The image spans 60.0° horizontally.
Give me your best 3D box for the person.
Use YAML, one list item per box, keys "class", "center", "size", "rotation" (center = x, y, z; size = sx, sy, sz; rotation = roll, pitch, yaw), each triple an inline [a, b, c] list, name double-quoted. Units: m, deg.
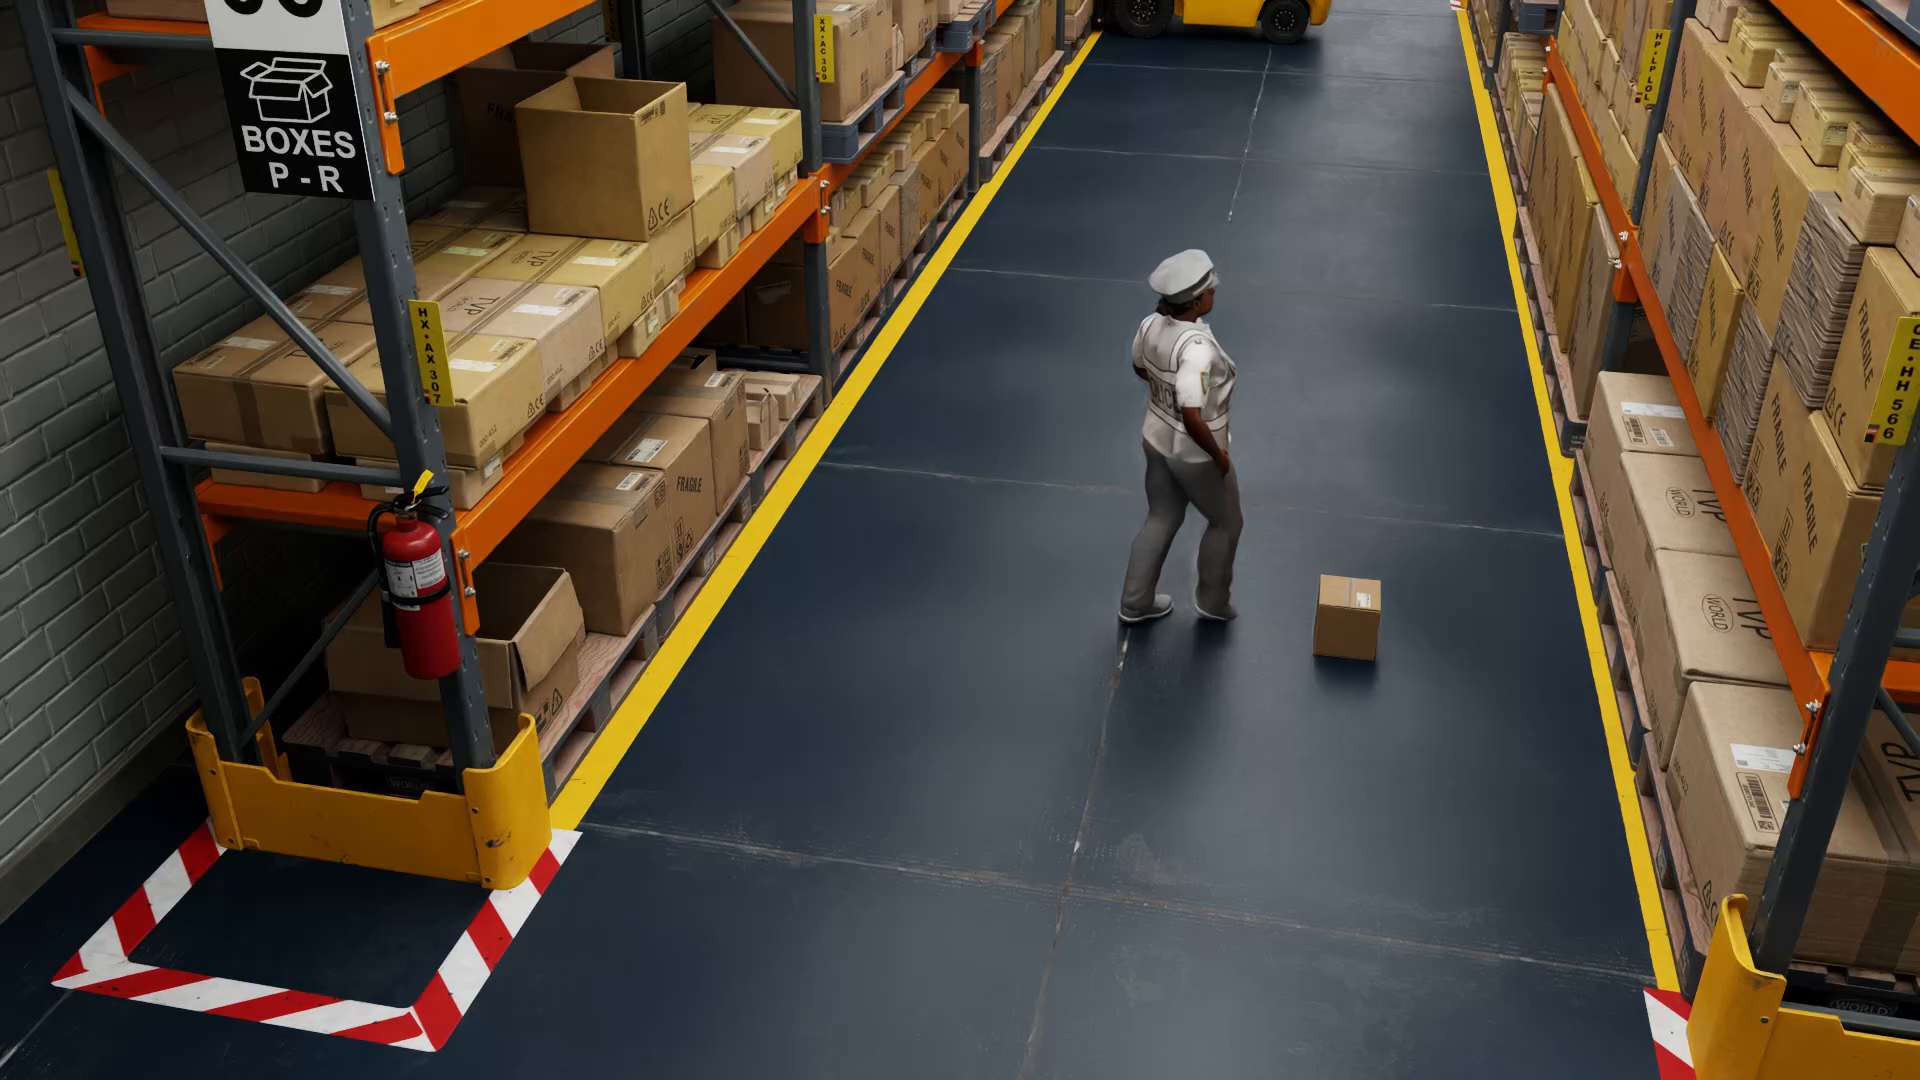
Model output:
- class: "person"
  center: [0.991, -0.362, 6.817]
  size: [0.577, 1.740, 0.635]
  rotation: [-14, 32, -23]
